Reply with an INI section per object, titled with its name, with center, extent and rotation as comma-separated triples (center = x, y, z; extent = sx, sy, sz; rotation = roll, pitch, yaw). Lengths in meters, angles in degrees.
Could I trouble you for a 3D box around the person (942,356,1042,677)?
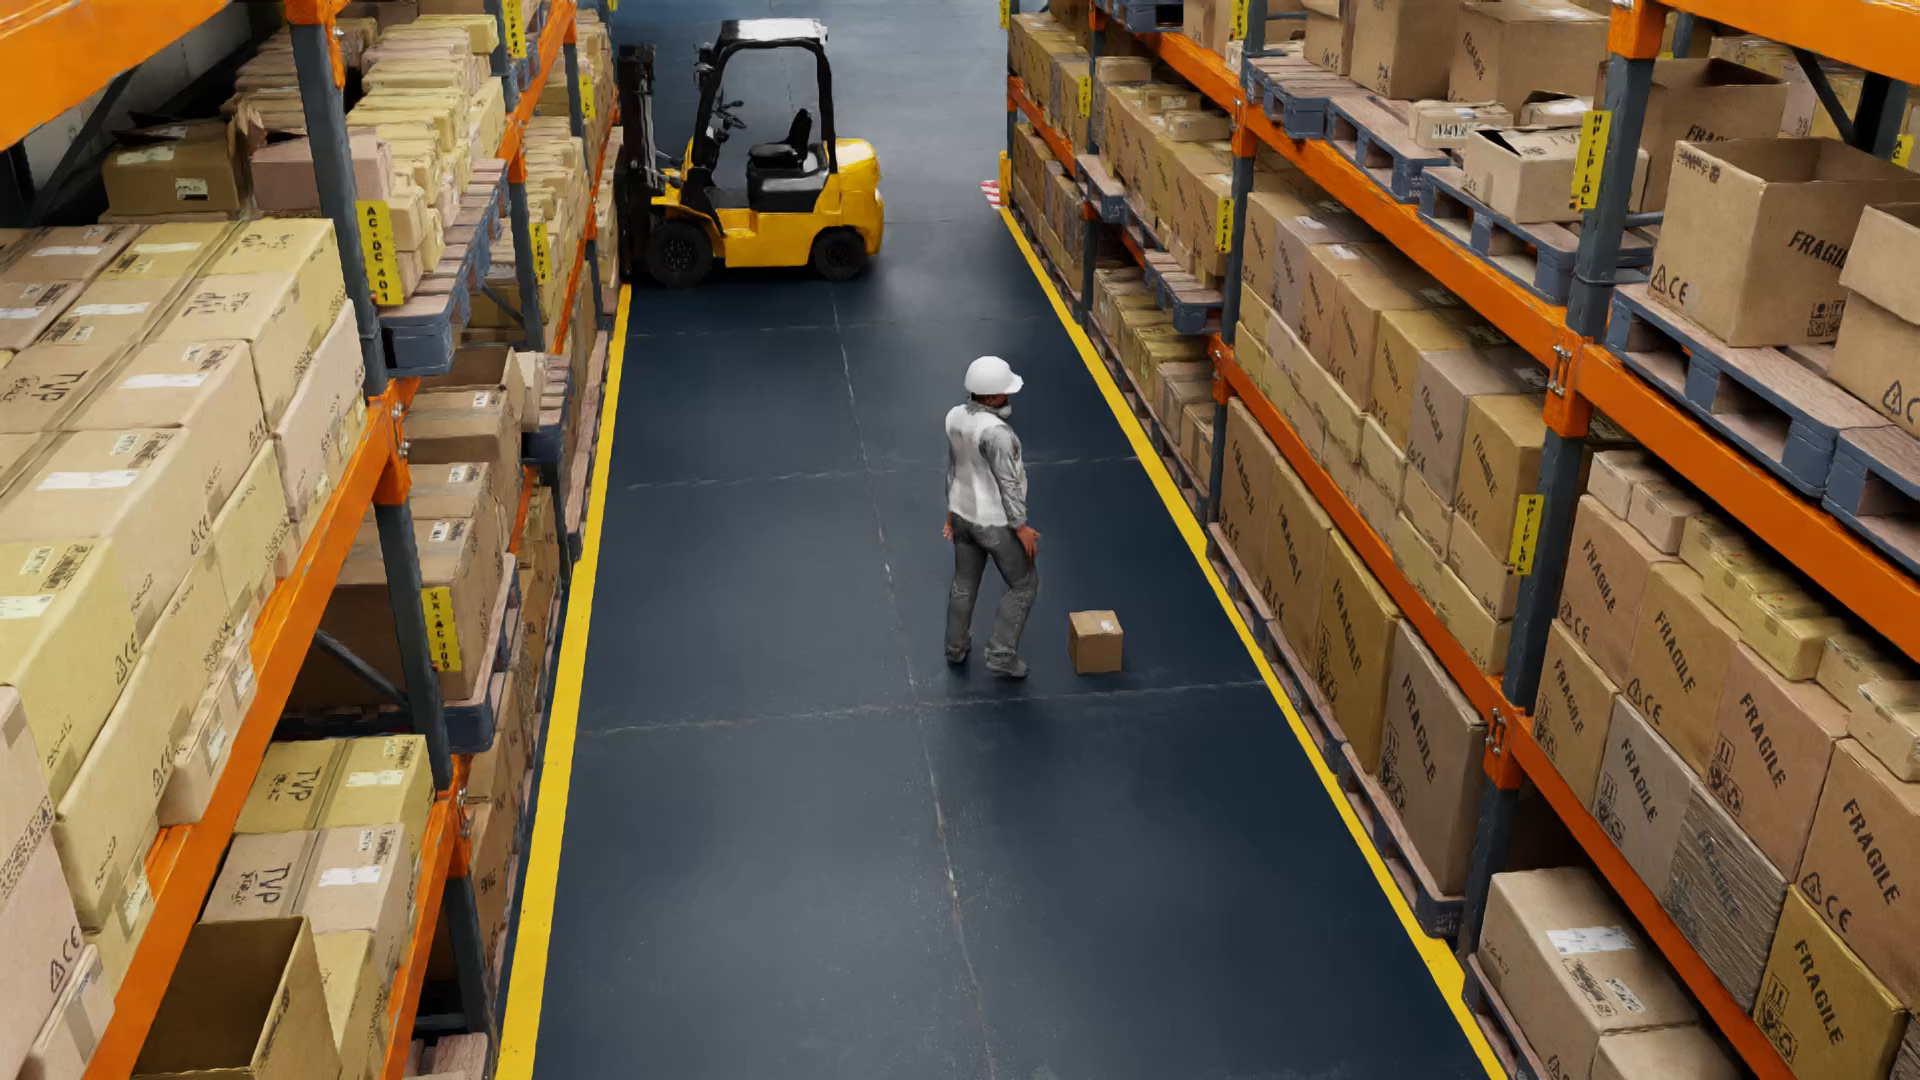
[person]
center = 0.160, -0.104, 8.760
extent = 0.386, 1.802, 0.629
rotation = -18, 32, -32
